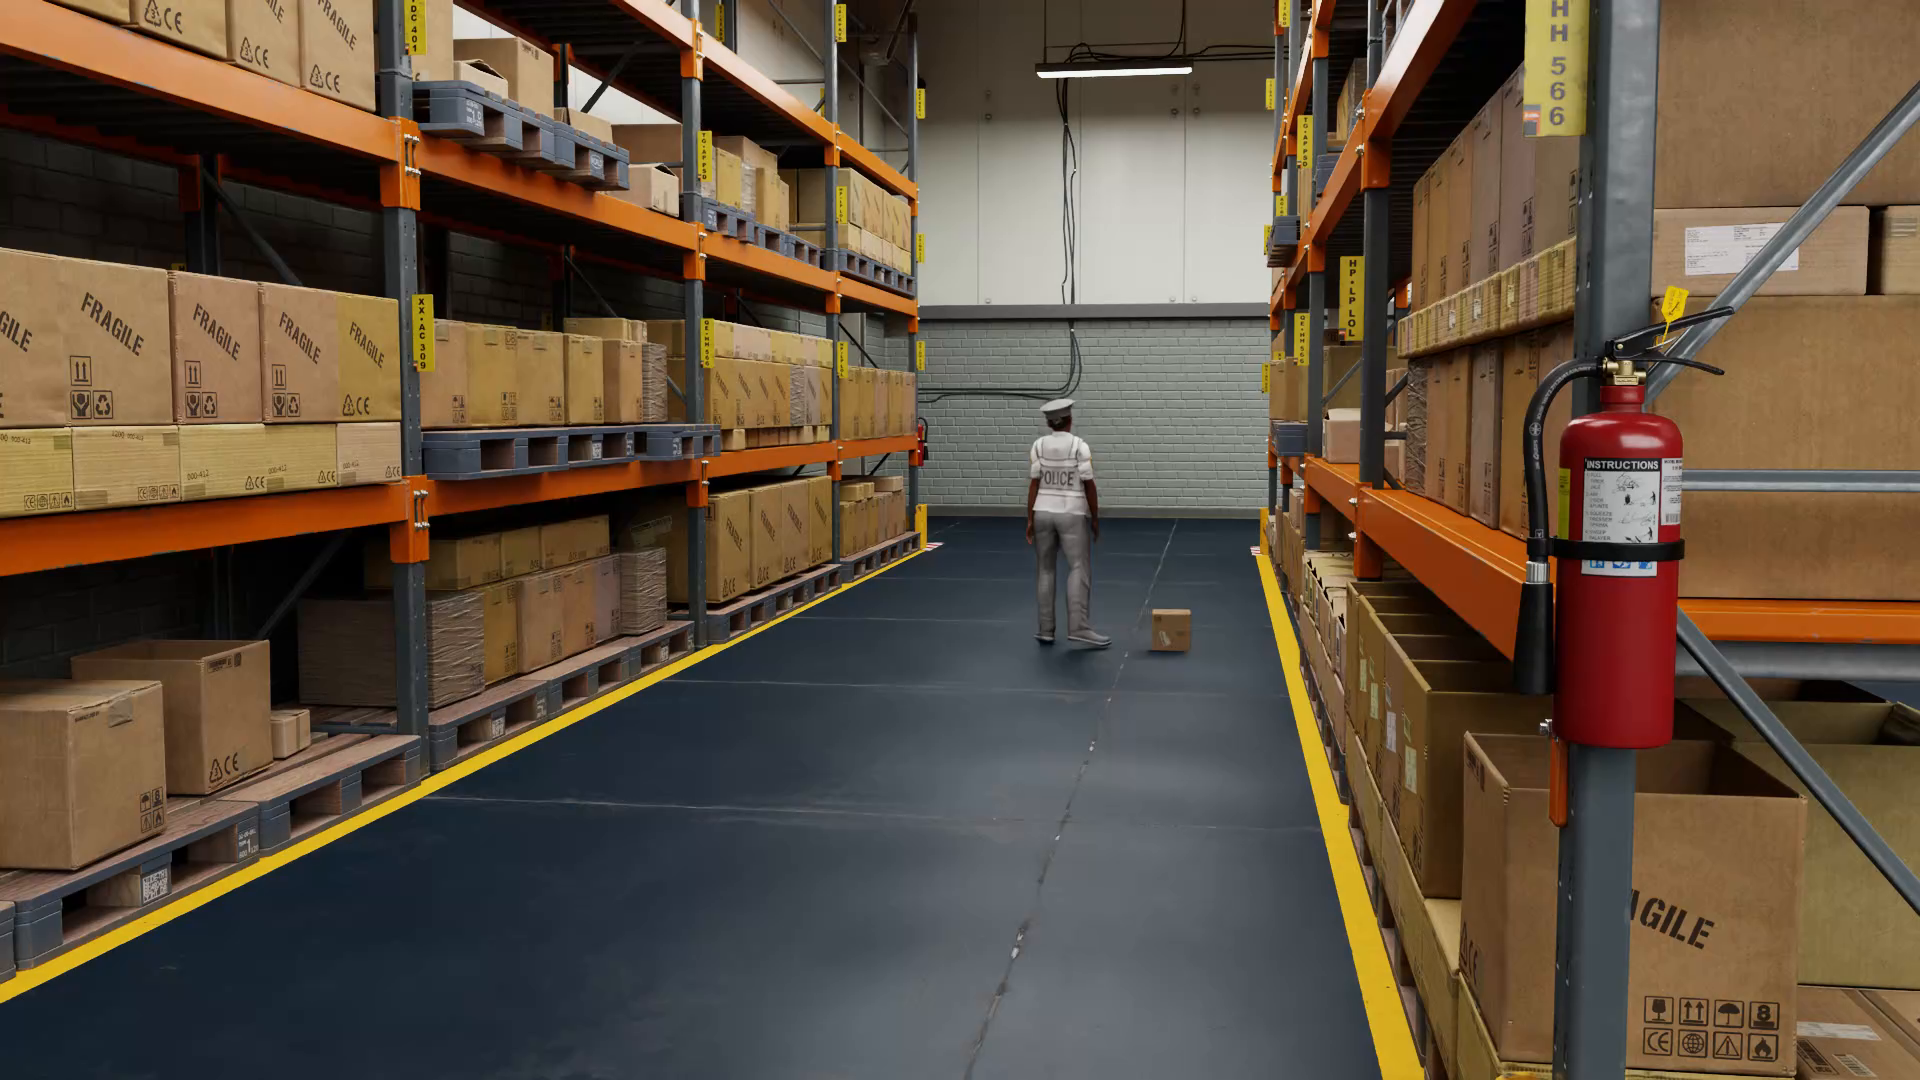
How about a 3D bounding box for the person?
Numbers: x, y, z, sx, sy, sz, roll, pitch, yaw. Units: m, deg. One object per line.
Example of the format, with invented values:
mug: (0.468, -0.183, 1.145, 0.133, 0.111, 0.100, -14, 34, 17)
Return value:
person: (0.758, -0.120, 11.315, 0.653, 1.675, 0.469, 2, 5, 24)
